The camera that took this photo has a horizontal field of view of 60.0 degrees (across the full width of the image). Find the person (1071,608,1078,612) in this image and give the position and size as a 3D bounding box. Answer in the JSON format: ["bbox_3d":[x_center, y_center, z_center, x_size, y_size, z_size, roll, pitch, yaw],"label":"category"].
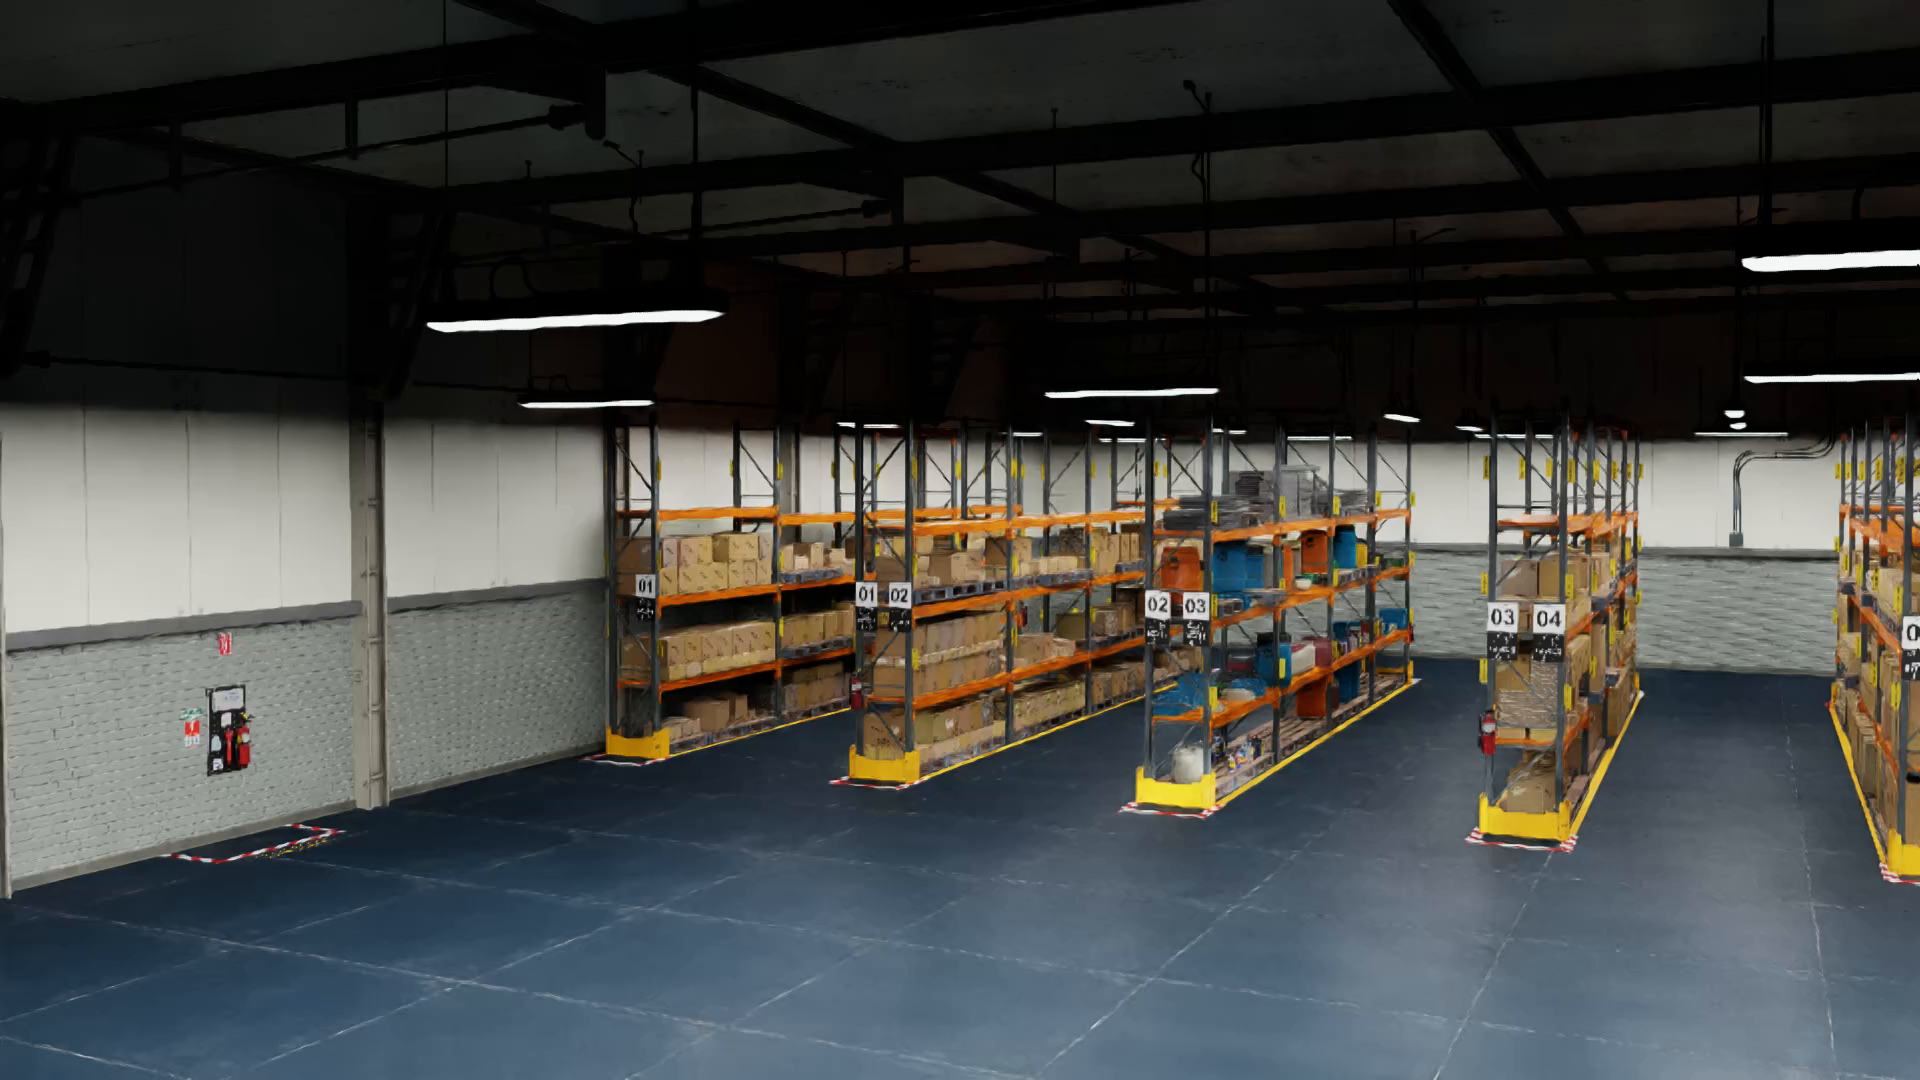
[{"bbox_3d":[2.646,2.470,38.888,0.625,1.765,0.497,-2,3,-34],"label":"person"}]
